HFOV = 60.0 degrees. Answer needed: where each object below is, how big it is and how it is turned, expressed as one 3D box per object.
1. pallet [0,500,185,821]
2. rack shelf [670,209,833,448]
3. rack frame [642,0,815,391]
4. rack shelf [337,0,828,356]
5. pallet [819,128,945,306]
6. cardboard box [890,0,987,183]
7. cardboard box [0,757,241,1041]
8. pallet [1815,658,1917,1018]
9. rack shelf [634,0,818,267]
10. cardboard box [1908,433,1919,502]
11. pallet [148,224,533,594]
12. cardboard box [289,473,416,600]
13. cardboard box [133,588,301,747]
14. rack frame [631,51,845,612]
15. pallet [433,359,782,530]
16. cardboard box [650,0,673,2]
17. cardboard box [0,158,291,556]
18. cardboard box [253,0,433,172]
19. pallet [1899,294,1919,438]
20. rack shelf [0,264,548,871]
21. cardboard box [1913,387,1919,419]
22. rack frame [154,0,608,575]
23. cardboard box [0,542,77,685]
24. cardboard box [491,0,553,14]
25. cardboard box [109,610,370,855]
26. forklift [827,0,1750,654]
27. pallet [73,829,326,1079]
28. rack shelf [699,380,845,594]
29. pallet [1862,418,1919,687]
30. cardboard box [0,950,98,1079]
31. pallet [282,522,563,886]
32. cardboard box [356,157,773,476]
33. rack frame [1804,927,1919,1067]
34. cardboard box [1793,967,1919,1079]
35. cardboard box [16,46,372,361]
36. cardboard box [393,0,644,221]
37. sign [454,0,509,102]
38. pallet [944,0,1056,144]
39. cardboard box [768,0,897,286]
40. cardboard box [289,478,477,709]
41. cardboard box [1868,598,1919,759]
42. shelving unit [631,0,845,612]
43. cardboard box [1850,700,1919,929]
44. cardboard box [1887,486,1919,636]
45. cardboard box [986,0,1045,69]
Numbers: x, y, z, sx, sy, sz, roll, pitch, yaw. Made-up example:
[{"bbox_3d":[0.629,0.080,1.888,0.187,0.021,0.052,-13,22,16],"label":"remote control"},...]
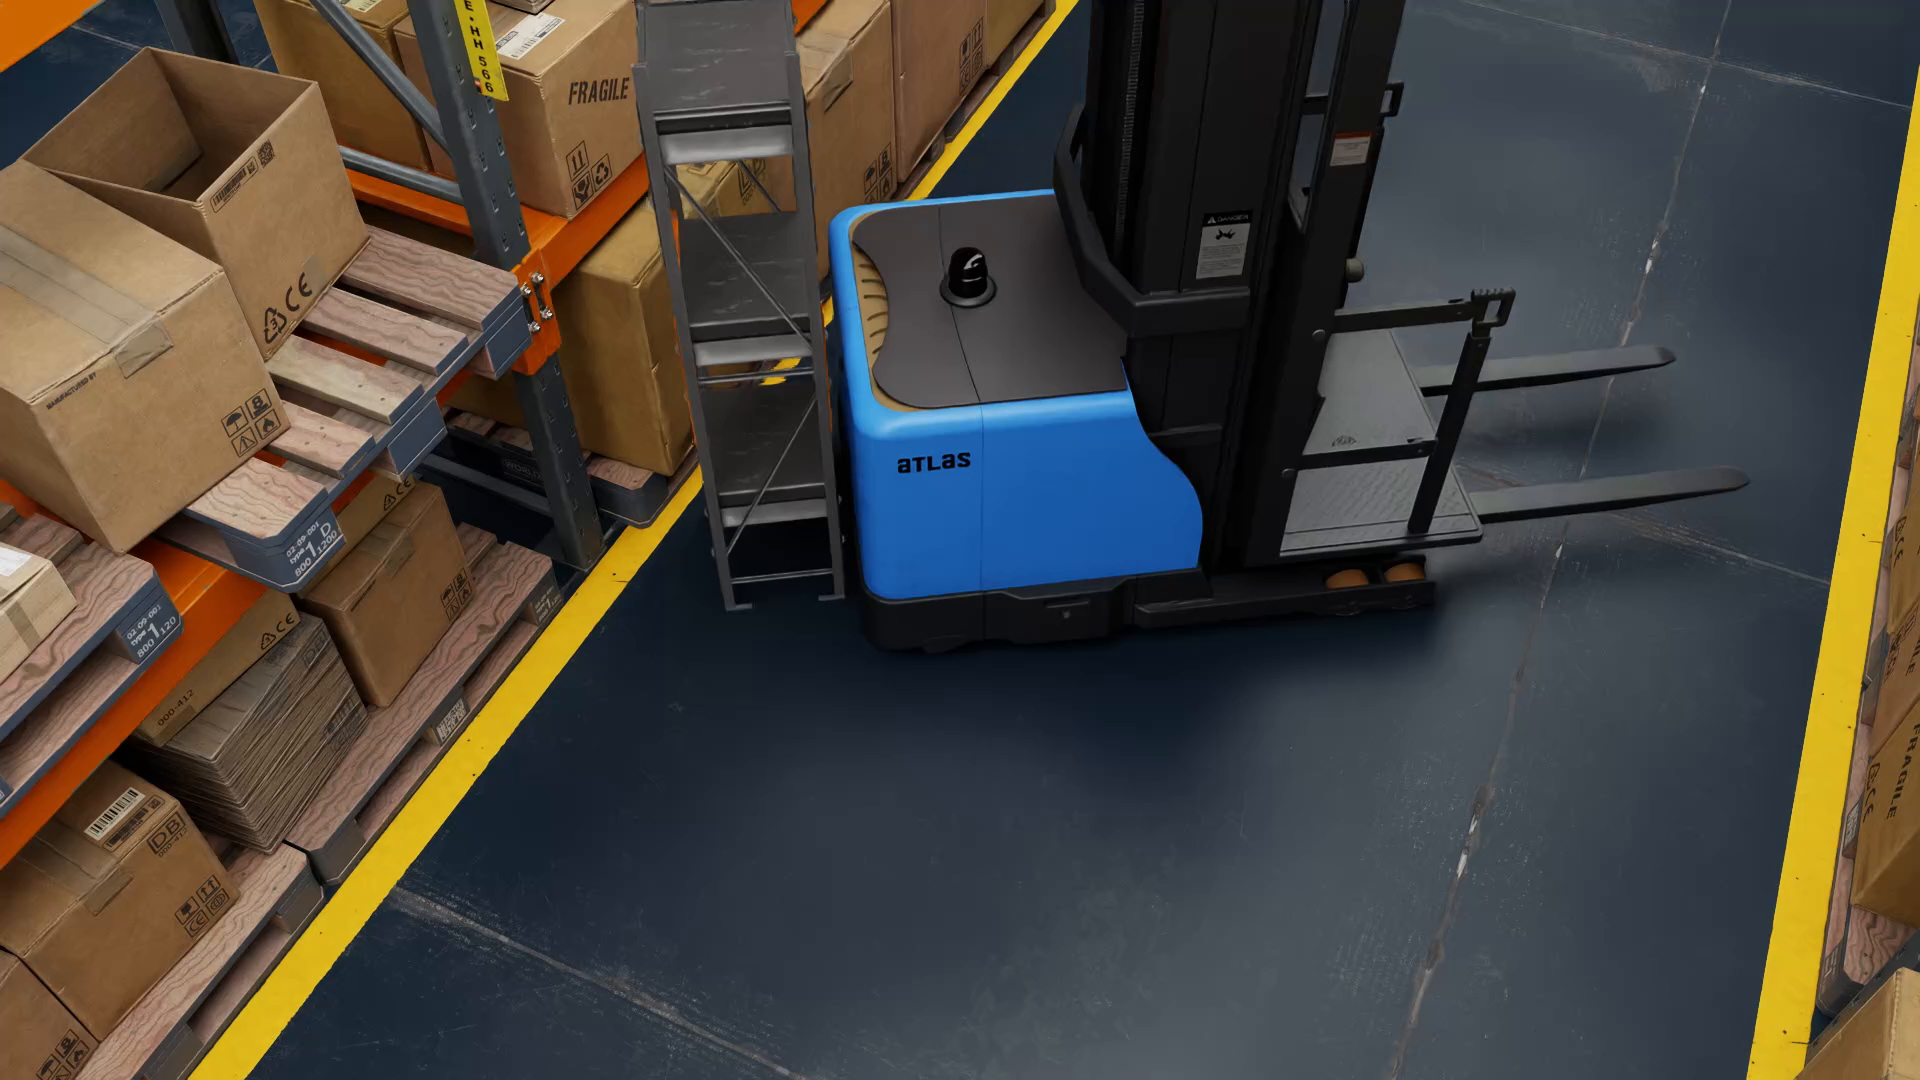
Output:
[{"bbox_3d":[-2.499,0.380,3.583,1.003,0.211,1.213,20,52,16],"label":"pallet"},{"bbox_3d":[-0.617,-0.643,4.936,0.431,0.518,0.480,-6,50,-5],"label":"rack shelf"},{"bbox_3d":[-0.651,-0.836,5.083,0.400,2.100,0.015,-6,50,-5],"label":"rack frame"},{"bbox_3d":[-0.836,-2.203,6.127,1.077,0.370,4.000,20,52,16],"label":"rack shelf"},{"bbox_3d":[-0.763,-1.511,6.897,1.003,0.211,1.213,20,52,16],"label":"pallet"},{"bbox_3d":[-0.617,-2.198,6.770,1.225,0.875,0.875,18,52,15],"label":"cardboard box"},{"bbox_3d":[-2.420,0.855,4.405,0.700,0.500,0.500,24,54,19],"label":"cardboard box"},{"bbox_3d":[3.087,0.990,4.769,1.003,0.211,1.213,20,52,16],"label":"pallet"},{"bbox_3d":[-0.617,-1.097,4.403,0.431,0.518,0.480,-6,50,-5],"label":"rack shelf"},{"bbox_3d":[3.469,-0.304,5.404,0.500,0.500,0.500,21,53,17],"label":"cardboard box"},{"bbox_3d":[-1.898,-0.471,4.308,1.213,0.211,1.003,20,52,16],"label":"pallet"},{"bbox_3d":[-1.949,-0.163,4.780,0.500,0.250,0.500,22,53,18],"label":"cardboard box"},{"bbox_3d":[-2.167,0.205,4.466,0.500,0.250,0.500,25,54,20],"label":"cardboard box"},{"bbox_3d":[-0.584,-0.468,4.769,0.400,2.100,0.015,-6,50,-5],"label":"rack frame"},{"bbox_3d":[-1.285,-0.674,6.185,1.003,0.211,1.213,20,52,16],"label":"pallet"},{"bbox_3d":[-1.018,-1.693,5.156,0.500,0.500,0.500,19,52,15],"label":"cardboard box"},{"bbox_3d":[-2.033,-0.426,3.801,0.700,0.500,0.500,27,55,21],"label":"cardboard box"},{"bbox_3d":[-1.703,-1.512,5.001,0.500,0.500,0.500,21,53,17],"label":"cardboard box"},{"bbox_3d":[4.129,-0.690,6.198,1.003,0.211,1.213,20,52,16],"label":"pallet"},{"bbox_3d":[-2.544,0.551,3.784,1.077,0.370,4.000,20,52,16],"label":"rack shelf"},{"bbox_3d":[3.680,-0.669,5.715,0.500,0.500,0.500,22,53,18],"label":"cardboard box"},{"bbox_3d":[-1.690,-1.059,4.682,1.000,3.000,0.127,20,52,16],"label":"rack frame"},{"bbox_3d":[-2.158,0.085,3.521,0.396,0.266,0.258,18,52,15],"label":"cardboard box"},{"bbox_3d":[-1.363,-1.915,4.685,0.797,0.503,0.637,21,53,17],"label":"cardboard box"},{"bbox_3d":[-2.184,0.462,4.739,0.700,0.500,0.500,16,51,13],"label":"cardboard box"},{"bbox_3d":[1.129,-1.093,4.756,3.031,2.935,1.130,-6,50,-5],"label":"forklift"},{"bbox_3d":[-2.548,1.219,4.574,1.003,0.211,1.213,20,52,16],"label":"pallet"},{"bbox_3d":[-0.617,-0.190,5.470,0.431,0.518,0.480,-6,50,-5],"label":"rack shelf"},{"bbox_3d":[3.609,0.153,5.481,1.003,0.211,1.213,20,52,16],"label":"pallet"},{"bbox_3d":[-2.658,1.239,4.078,0.700,0.500,0.500,16,51,13],"label":"cardboard box"},{"bbox_3d":[-2.025,0.382,5.286,1.003,0.211,1.213,20,52,16],"label":"pallet"},{"bbox_3d":[-1.376,-0.975,5.729,1.225,0.875,0.875,18,52,14],"label":"cardboard box"},{"bbox_3d":[2.751,0.624,3.249,1.000,3.000,0.127,20,52,16],"label":"rack frame"},{"bbox_3d":[2.410,1.607,3.614,1.050,0.750,0.750,19,52,16],"label":"cardboard box"},{"bbox_3d":[-1.885,-0.843,4.156,0.500,0.500,0.500,14,51,12],"label":"cardboard box"},{"bbox_3d":[-1.236,-1.338,4.853,0.500,0.500,0.500,21,53,17],"label":"cardboard box"},{"bbox_3d":[-1.195,-1.239,4.126,0.100,0.325,0.005,20,52,16],"label":"sign"},{"bbox_3d":[-0.243,-2.354,7.614,1.003,0.211,1.213,20,52,16],"label":"pallet"},{"bbox_3d":[-0.989,-1.586,6.250,1.225,0.875,0.875,20,52,16],"label":"cardboard box"},{"bbox_3d":[-1.958,0.076,5.068,0.700,0.500,0.500,17,52,14],"label":"cardboard box"},{"bbox_3d":[3.021,0.404,4.802,0.500,0.500,0.500,22,53,18],"label":"cardboard box"},{"bbox_3d":[-0.617,-0.652,4.926,0.431,2.100,0.503,-6,50,-5],"label":"shelving unit"},{"bbox_3d":[2.796,0.760,4.499,0.500,0.500,0.500,20,52,16],"label":"cardboard box"},{"bbox_3d":[3.233,0.034,5.117,0.500,0.500,0.500,18,52,14],"label":"cardboard box"},{"bbox_3d":[-0.236,-2.814,7.294,1.225,0.875,0.875,20,52,16],"label":"cardboard box"}]
